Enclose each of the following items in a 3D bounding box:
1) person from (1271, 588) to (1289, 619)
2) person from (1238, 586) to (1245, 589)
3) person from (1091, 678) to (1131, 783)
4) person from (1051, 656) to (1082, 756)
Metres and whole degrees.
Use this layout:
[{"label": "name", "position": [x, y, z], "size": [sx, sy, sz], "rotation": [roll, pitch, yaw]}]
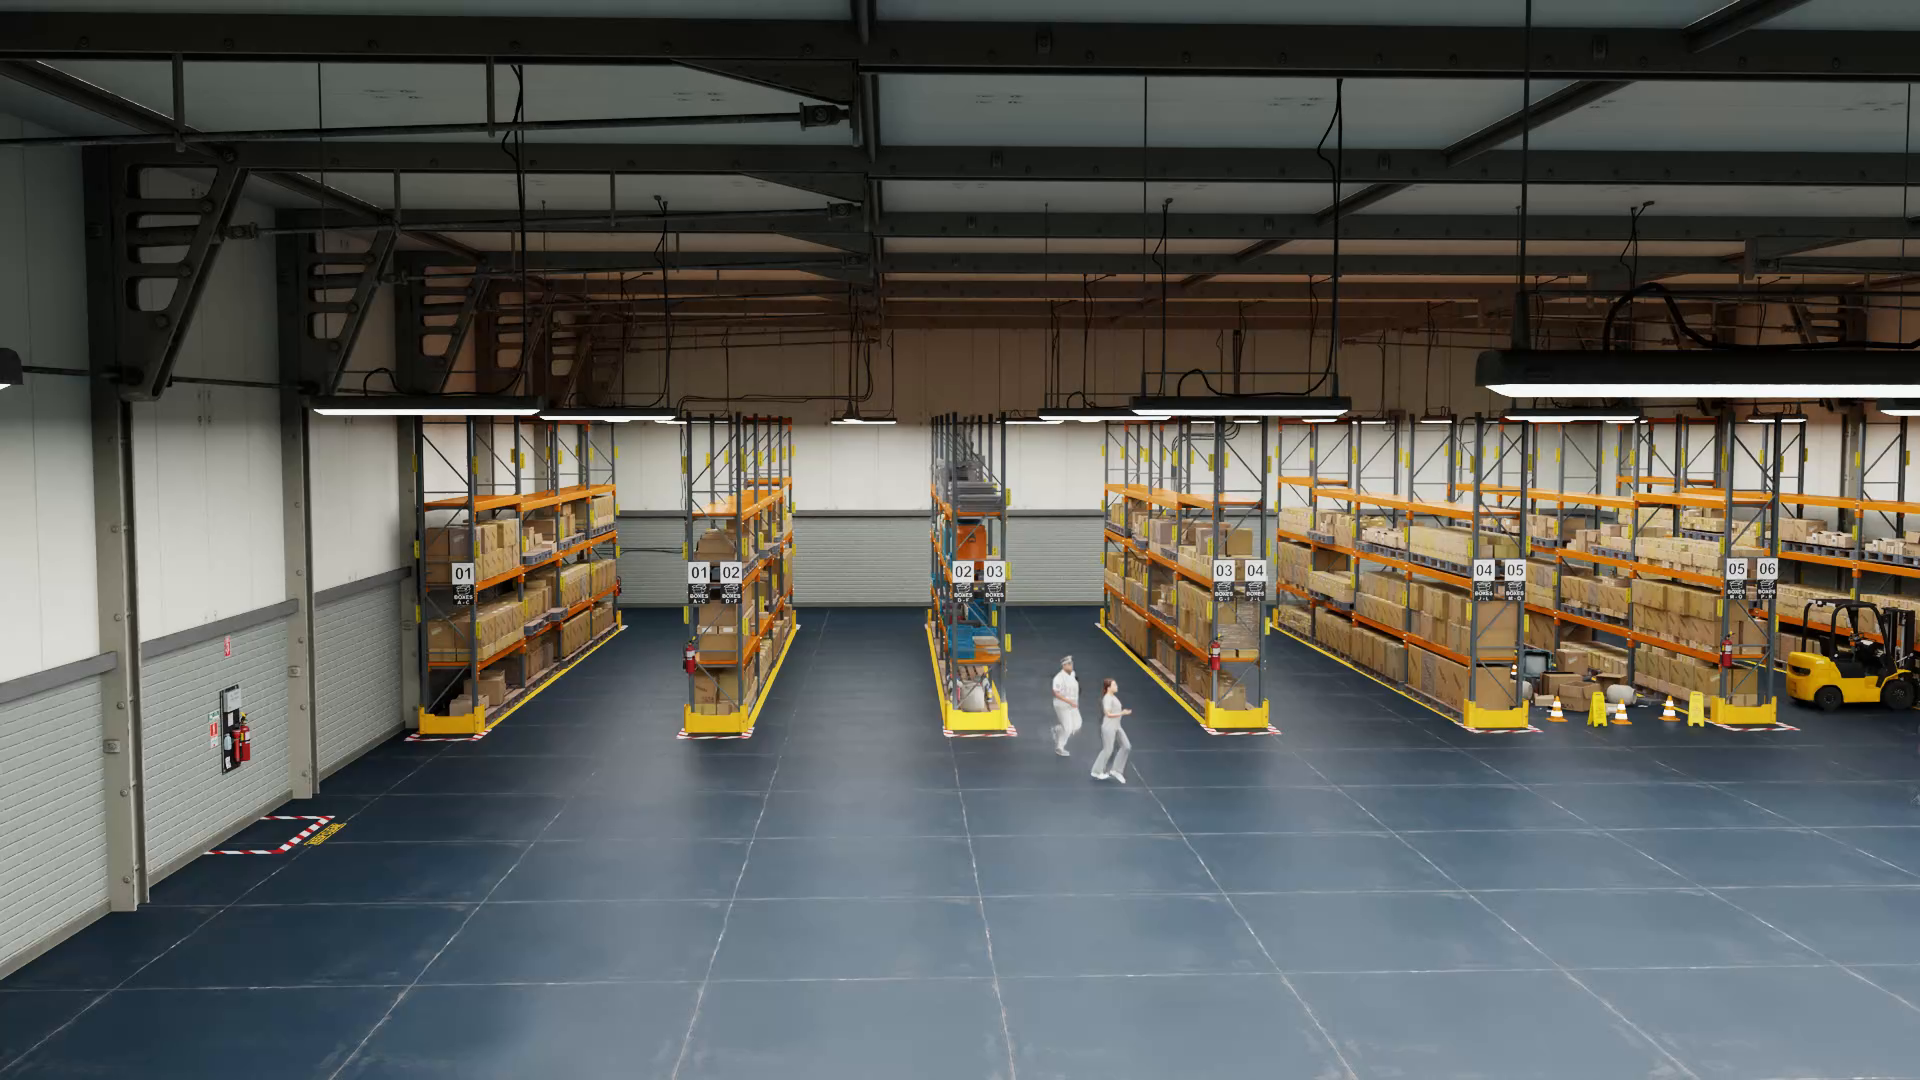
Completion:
[{"label": "person", "position": [9.533, 1.559, 49.166], "size": [0.768, 1.651, 0.721], "rotation": [2, 4, 23]}, {"label": "person", "position": [7.837, 1.651, 47.862], "size": [0.625, 1.607, 0.591], "rotation": [3, 5, 42]}, {"label": "person", "position": [2.447, 3.067, 26.770], "size": [0.691, 1.705, 0.544], "rotation": [2, 4, 23]}, {"label": "person", "position": [1.855, 2.881, 29.088], "size": [0.668, 1.749, 0.684], "rotation": [3, 5, 39]}]
